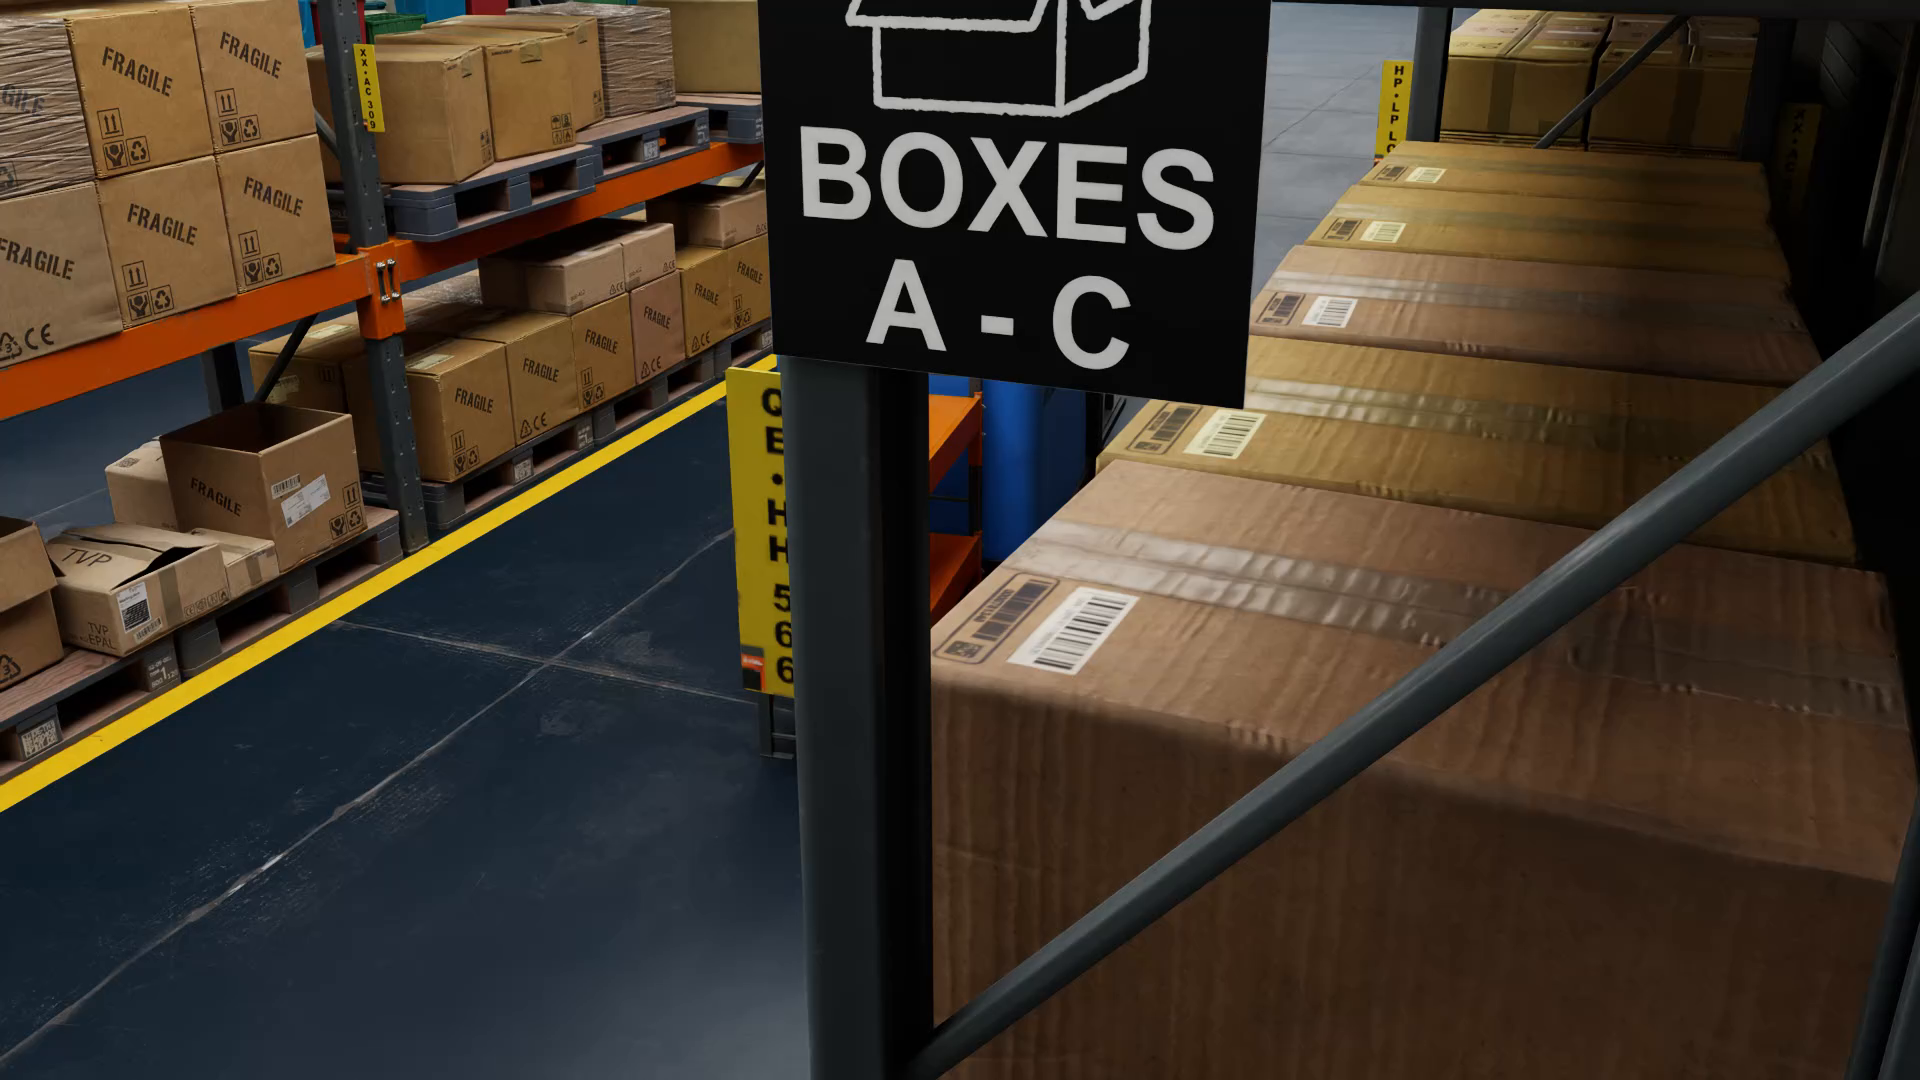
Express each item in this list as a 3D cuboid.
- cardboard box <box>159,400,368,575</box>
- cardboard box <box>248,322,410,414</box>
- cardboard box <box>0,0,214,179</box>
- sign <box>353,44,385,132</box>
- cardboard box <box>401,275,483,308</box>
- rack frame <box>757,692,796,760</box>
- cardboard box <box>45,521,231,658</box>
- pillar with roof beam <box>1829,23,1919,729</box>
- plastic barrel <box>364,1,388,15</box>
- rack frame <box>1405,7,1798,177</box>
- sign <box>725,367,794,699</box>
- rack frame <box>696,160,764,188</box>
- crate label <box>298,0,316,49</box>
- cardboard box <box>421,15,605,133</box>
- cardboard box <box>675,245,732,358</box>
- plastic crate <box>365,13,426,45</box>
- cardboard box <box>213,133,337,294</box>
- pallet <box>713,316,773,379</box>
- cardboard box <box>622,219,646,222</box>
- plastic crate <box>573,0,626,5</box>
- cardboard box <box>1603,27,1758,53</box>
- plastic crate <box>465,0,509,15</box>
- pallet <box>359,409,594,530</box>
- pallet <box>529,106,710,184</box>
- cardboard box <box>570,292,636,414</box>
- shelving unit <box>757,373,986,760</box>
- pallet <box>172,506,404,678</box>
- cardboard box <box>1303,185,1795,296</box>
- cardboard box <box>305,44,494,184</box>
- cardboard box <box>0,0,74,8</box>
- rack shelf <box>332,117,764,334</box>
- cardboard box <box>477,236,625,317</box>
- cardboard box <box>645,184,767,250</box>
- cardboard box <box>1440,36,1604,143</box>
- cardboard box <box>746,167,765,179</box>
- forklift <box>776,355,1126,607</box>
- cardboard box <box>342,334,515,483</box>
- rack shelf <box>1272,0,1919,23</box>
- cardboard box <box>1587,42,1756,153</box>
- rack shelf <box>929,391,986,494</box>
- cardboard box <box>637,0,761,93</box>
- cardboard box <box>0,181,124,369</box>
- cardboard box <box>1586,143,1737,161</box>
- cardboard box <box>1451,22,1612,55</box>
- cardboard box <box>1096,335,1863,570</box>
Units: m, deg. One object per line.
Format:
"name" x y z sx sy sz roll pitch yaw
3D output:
"cardboard box" -2.729 -0.217 6.550 0.500 0.500 0.500 9 24 20
"cardboard box" -2.864 -0.679 7.656 0.500 0.500 0.500 9 24 20
"cardboard box" -2.916 -1.517 5.564 0.500 0.500 0.500 8 24 19
"sign" -2.274 -1.736 6.392 0.100 0.325 0.005 9 24 20
"cardboard box" -2.485 -1.034 8.506 0.500 0.500 0.500 9 24 21
"rack frame" -0.418 0.218 5.268 0.500 1.125 0.032 6 23 13
"cardboard box" -3.008 0.139 5.943 0.500 0.311 0.500 9 24 20
"pillar with roof beam" -1.634 -3.714 4.466 9.100 9.000 0.400 9 24 20
"plastic barrel" -5.041 -4.470 14.238 0.301 0.262 0.301 0 23 0
"rack frame" 1.820 -0.704 5.043 1.000 3.000 0.127 9 24 20
"sign" -0.165 0.001 1.545 0.100 0.325 0.005 9 24 20
"rack frame" -1.295 -2.843 10.165 1.000 3.000 0.127 9 24 20
"crate label" -5.272 -3.887 12.617 0.502 0.435 0.616 9 24 20
"cardboard box" -2.182 -2.293 8.172 0.700 0.500 0.500 3 23 7
"cardboard box" -1.617 -1.339 9.237 0.500 0.500 0.500 8 24 18
"plastic crate" -4.792 -4.224 13.745 0.450 0.188 0.662 9 24 20
"cardboard box" -2.728 -1.242 6.202 0.500 0.500 0.500 9 24 21
"pallet" -1.607 -1.295 10.076 1.003 0.211 1.213 9 24 20
"cardboard box" -1.919 -1.583 9.819 0.500 0.500 0.500 8 24 18
"plastic crate" -3.640 -5.333 16.400 0.450 0.188 0.662 9 24 20
"cardboard box" 2.421 -1.558 5.573 0.500 0.250 0.500 9 24 21
"plastic crate" -4.303 -4.797 14.761 0.402 0.464 0.583 9 24 20
"pallet" -2.514 -0.421 7.985 1.003 0.211 1.213 9 24 20
"pallet" -2.013 -2.058 8.534 1.003 0.211 1.213 9 24 20
"cardboard box" -1.994 -0.970 8.352 0.500 0.500 0.500 9 24 21
"shelving unit" -0.292 0.028 5.722 0.538 1.125 1.048 6 23 13
"pallet" -3.037 0.121 6.687 1.003 0.211 1.213 9 24 20
"cardboard box" 1.327 -0.390 3.903 0.980 0.700 0.700 8 24 19
"cardboard box" -2.397 -1.789 6.967 0.700 0.500 0.500 1 23 2
"cardboard box" -3.408 -1.606 5.776 0.500 0.500 0.500 8 24 18
"rack shelf" -2.038 -1.795 8.590 1.077 0.370 4.000 9 24 20
"cardboard box" -2.003 -1.303 8.178 0.500 0.250 0.500 9 24 20
"cardboard box" -1.441 -1.850 9.486 0.500 0.250 0.500 10 25 22
"cardboard box" 1.756 -1.446 5.306 0.500 0.250 0.500 9 24 21
"cardboard box" -1.142 -2.436 11.486 0.500 0.311 0.500 8 24 19
"forklift" 0.155 -1.586 7.245 1.130 2.935 3.031 6 23 13
"cardboard box" -2.375 -0.599 7.466 0.500 0.500 0.500 8 24 18
"rack shelf" 1.077 -1.040 2.890 1.077 0.370 4.000 9 24 20
"cardboard box" 2.233 -1.370 5.123 0.500 0.250 0.500 10 25 22
"rack shelf" -0.292 -0.242 5.610 0.538 0.278 1.000 6 23 13
"cardboard box" -1.424 -2.842 9.486 0.700 0.500 0.500 1 23 2
"cardboard box" -3.107 -0.873 5.319 0.500 0.500 0.500 9 24 21
"cardboard box" 2.225 -1.025 5.270 0.500 0.500 0.500 8 24 18
"cardboard box" 1.955 -1.628 5.741 0.500 0.250 0.500 9 24 21
"cardboard box" 0.774 0.143 2.626 0.980 0.700 0.700 9 24 20
